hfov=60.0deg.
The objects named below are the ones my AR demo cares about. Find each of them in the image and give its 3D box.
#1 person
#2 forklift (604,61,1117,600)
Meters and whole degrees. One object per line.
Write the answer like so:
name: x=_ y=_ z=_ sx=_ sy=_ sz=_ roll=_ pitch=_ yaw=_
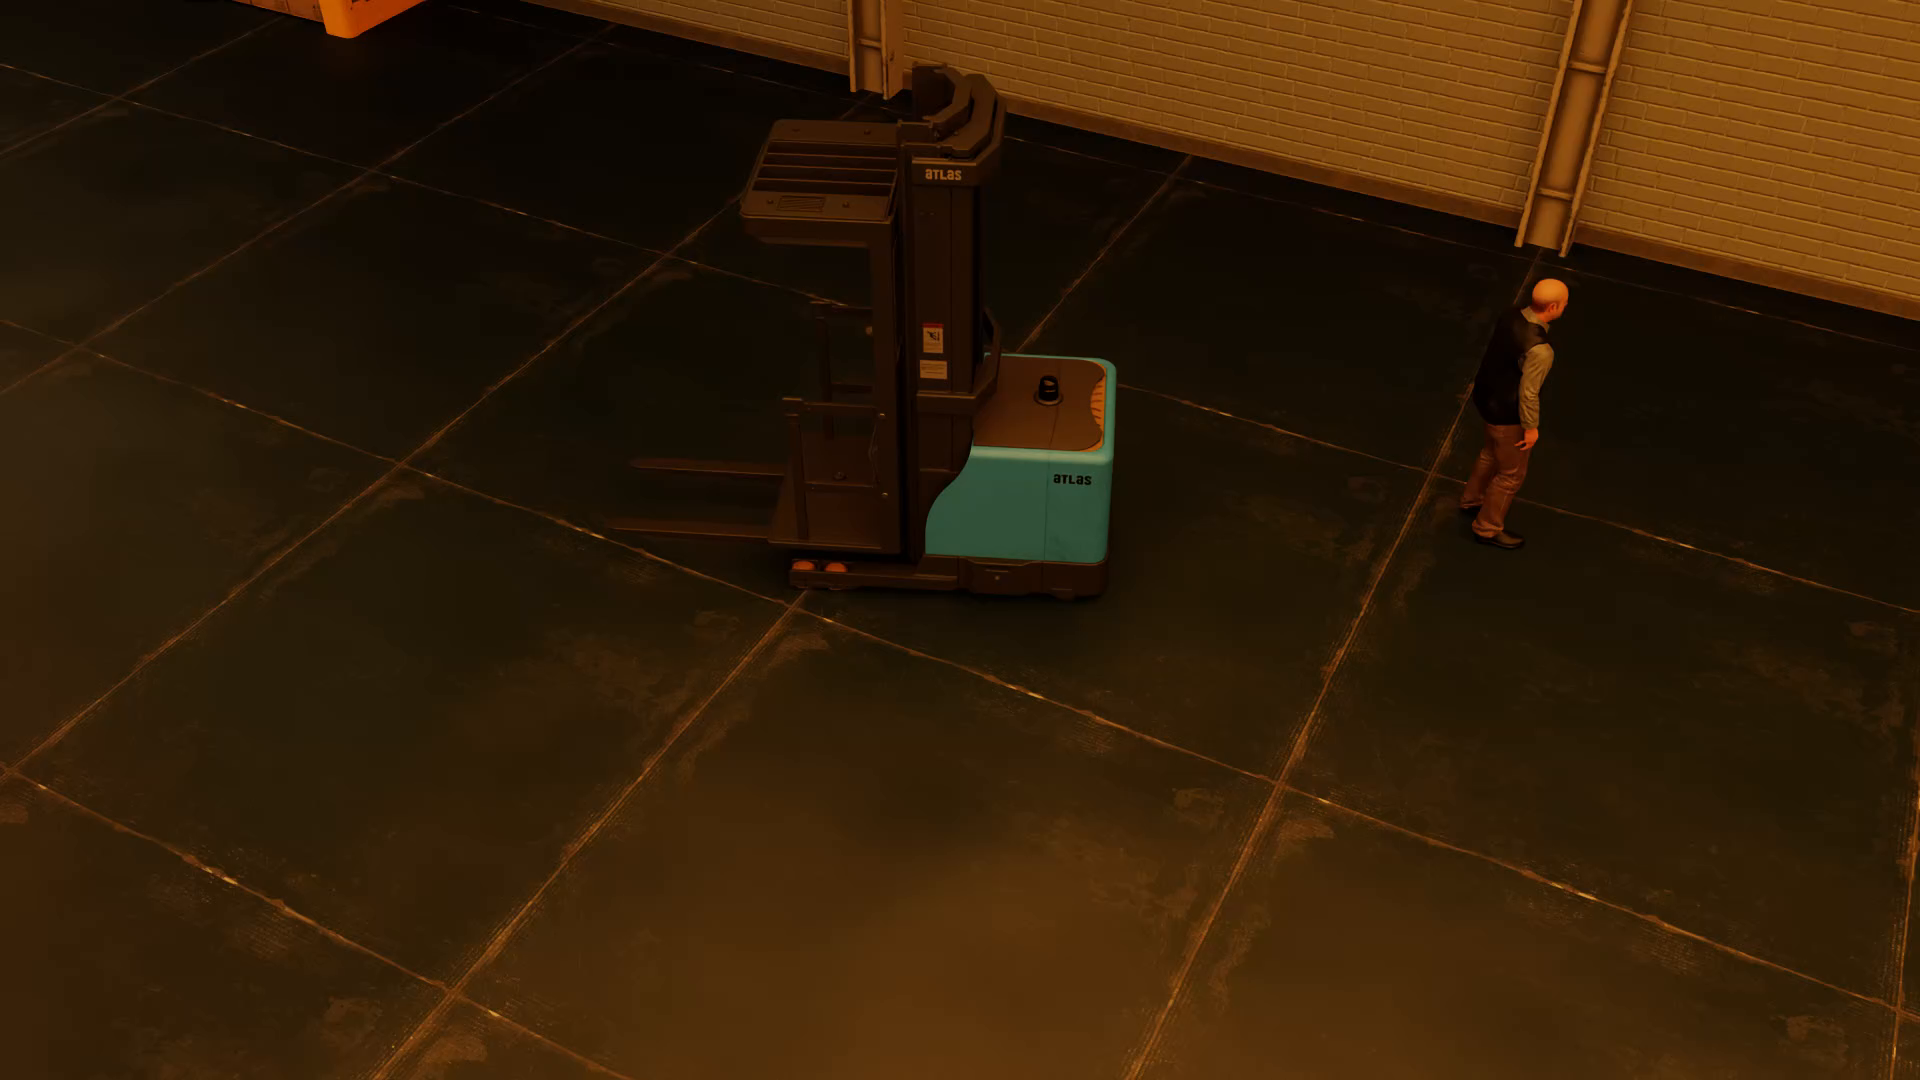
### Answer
person: x=3.251 y=-0.775 z=9.848 sx=0.427 sy=1.719 sz=0.584 roll=-3 pitch=40 yaw=-4
forklift: x=-0.606 y=-1.157 z=9.360 sx=3.031 sy=2.935 sz=1.130 roll=3 pitch=40 yaw=4
